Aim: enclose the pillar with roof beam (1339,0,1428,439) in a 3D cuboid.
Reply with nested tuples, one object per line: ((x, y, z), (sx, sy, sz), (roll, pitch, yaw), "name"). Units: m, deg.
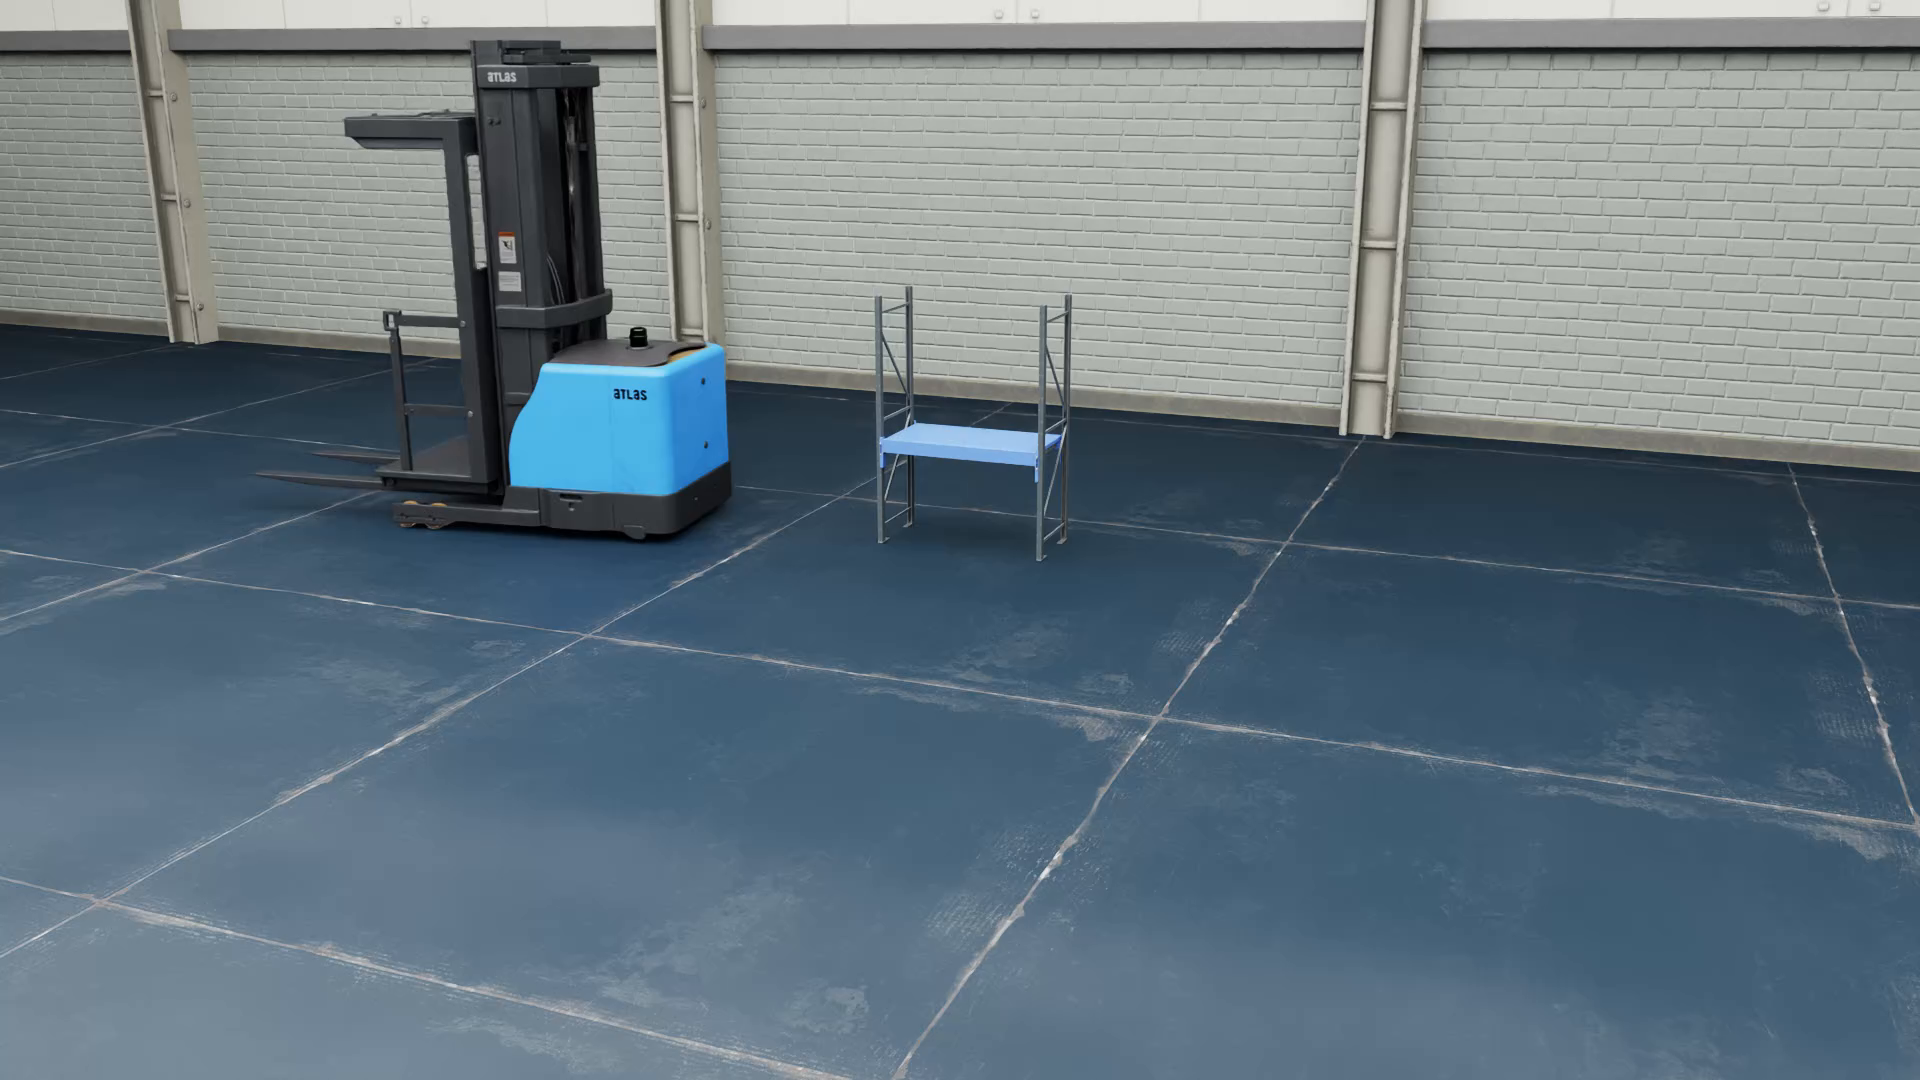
((1.626, -4.049, 7.981), (0.400, 9.000, 9.100), (6, 17, 21), "pillar with roof beam")

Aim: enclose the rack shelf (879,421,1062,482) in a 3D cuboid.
((0.079, -0.539, 9.985), (1.000, 0.185, 0.538), (6, 17, 21), "rack shelf")

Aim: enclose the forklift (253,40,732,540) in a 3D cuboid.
((-3.070, -1.611, 10.467), (3.031, 2.935, 1.130), (4, 17, 14), "forklift")

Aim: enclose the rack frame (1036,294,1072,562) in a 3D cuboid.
((0.552, -0.660, 9.755), (0.032, 1.500, 0.500), (6, 17, 21), "rack frame")

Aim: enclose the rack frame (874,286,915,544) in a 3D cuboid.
((-0.394, -0.764, 10.114), (0.032, 1.500, 0.500), (6, 17, 21), "rack frame")

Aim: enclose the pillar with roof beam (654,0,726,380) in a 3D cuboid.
((-3.956, -4.663, 10.095), (0.400, 9.000, 9.100), (6, 17, 21), "pillar with roof beam")

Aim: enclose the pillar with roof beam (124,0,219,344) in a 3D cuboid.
((-9.537, -5.277, 12.209), (0.400, 9.000, 9.100), (6, 17, 21), "pillar with roof beam")

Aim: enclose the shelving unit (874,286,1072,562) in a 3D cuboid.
((0.079, -0.712, 9.934), (1.048, 1.500, 0.538), (6, 17, 21), "shelving unit")
